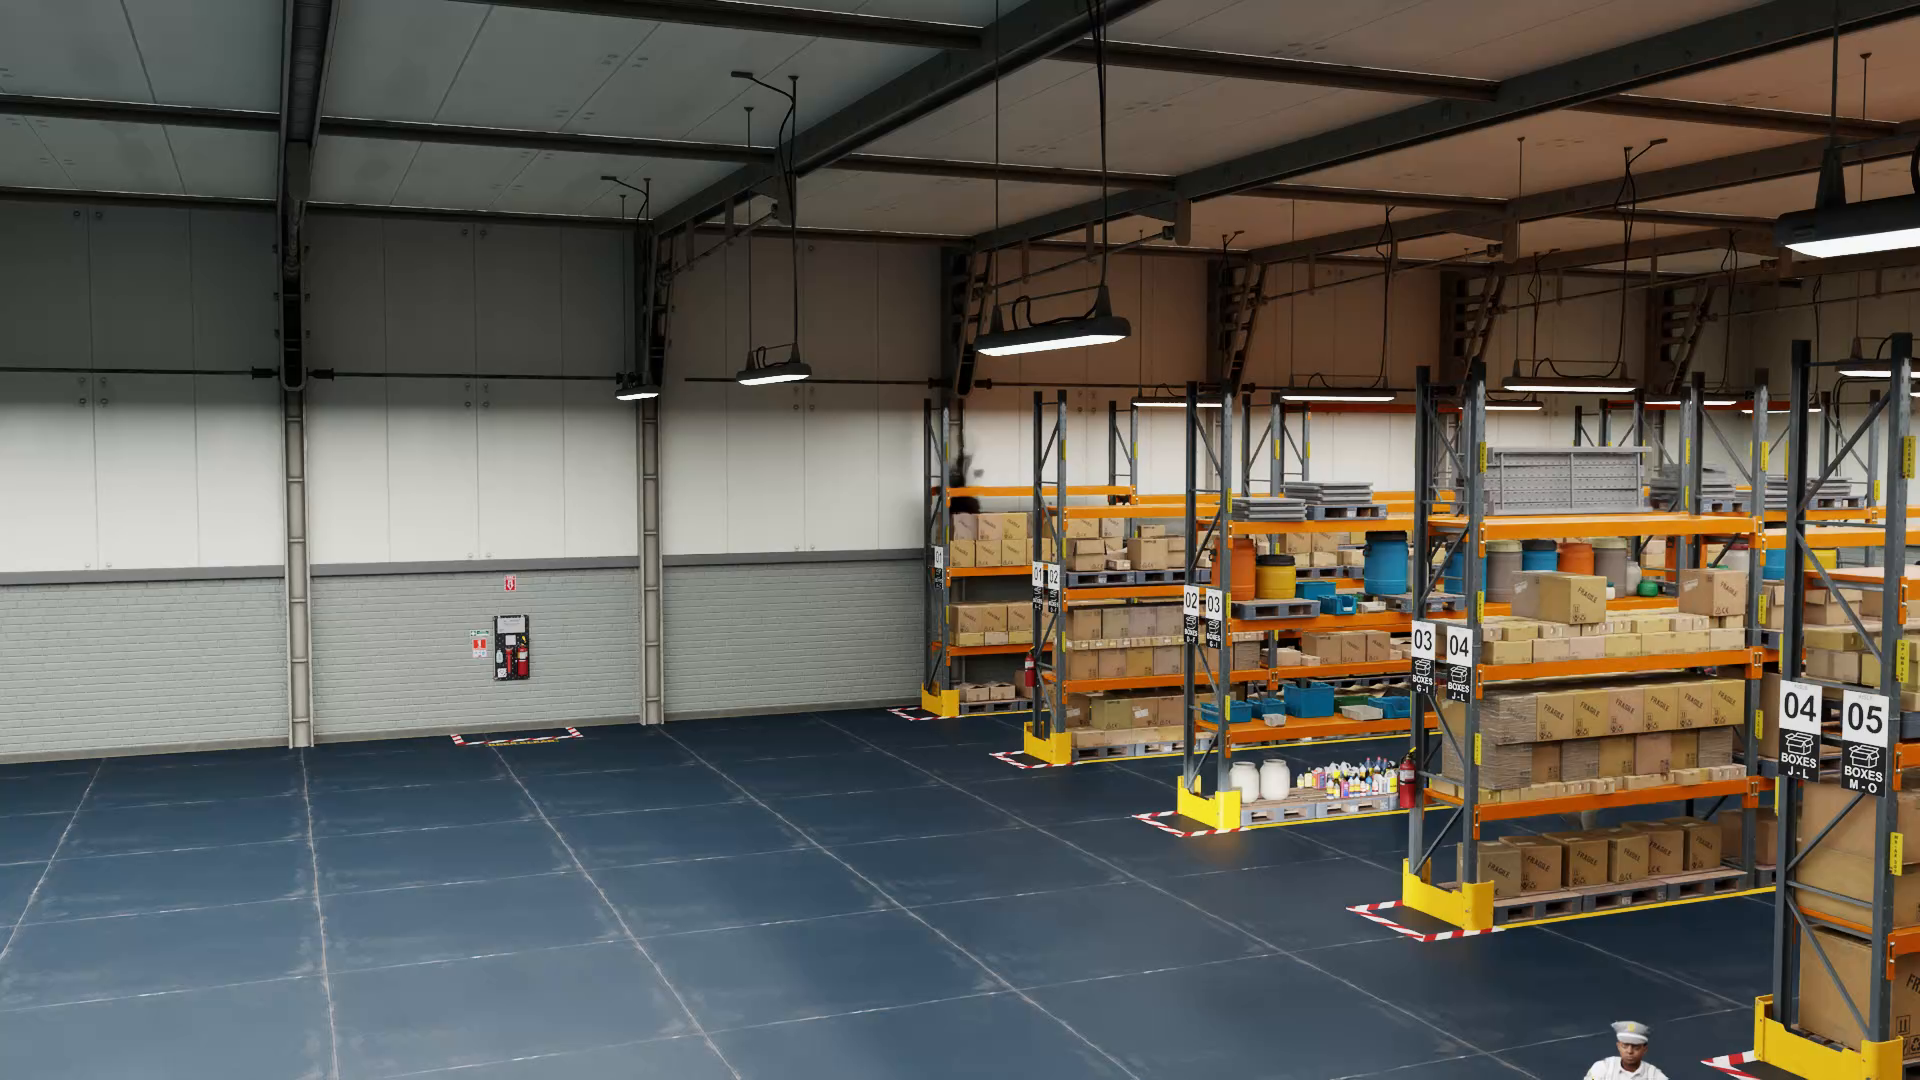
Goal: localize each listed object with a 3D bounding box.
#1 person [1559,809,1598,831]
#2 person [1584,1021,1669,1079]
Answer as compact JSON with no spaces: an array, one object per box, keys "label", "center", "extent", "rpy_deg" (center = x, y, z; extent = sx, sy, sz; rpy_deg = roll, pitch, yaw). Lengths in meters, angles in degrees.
[{"label":"person","center":[7.786,3.064,20.802],"extent":[0.592,1.726,0.652],"rpy_deg":[-2,4,-31]},{"label":"person","center":[4.043,3.736,10.095],"extent":[0.572,1.652,0.559],"rpy_deg":[1,4,22]}]
